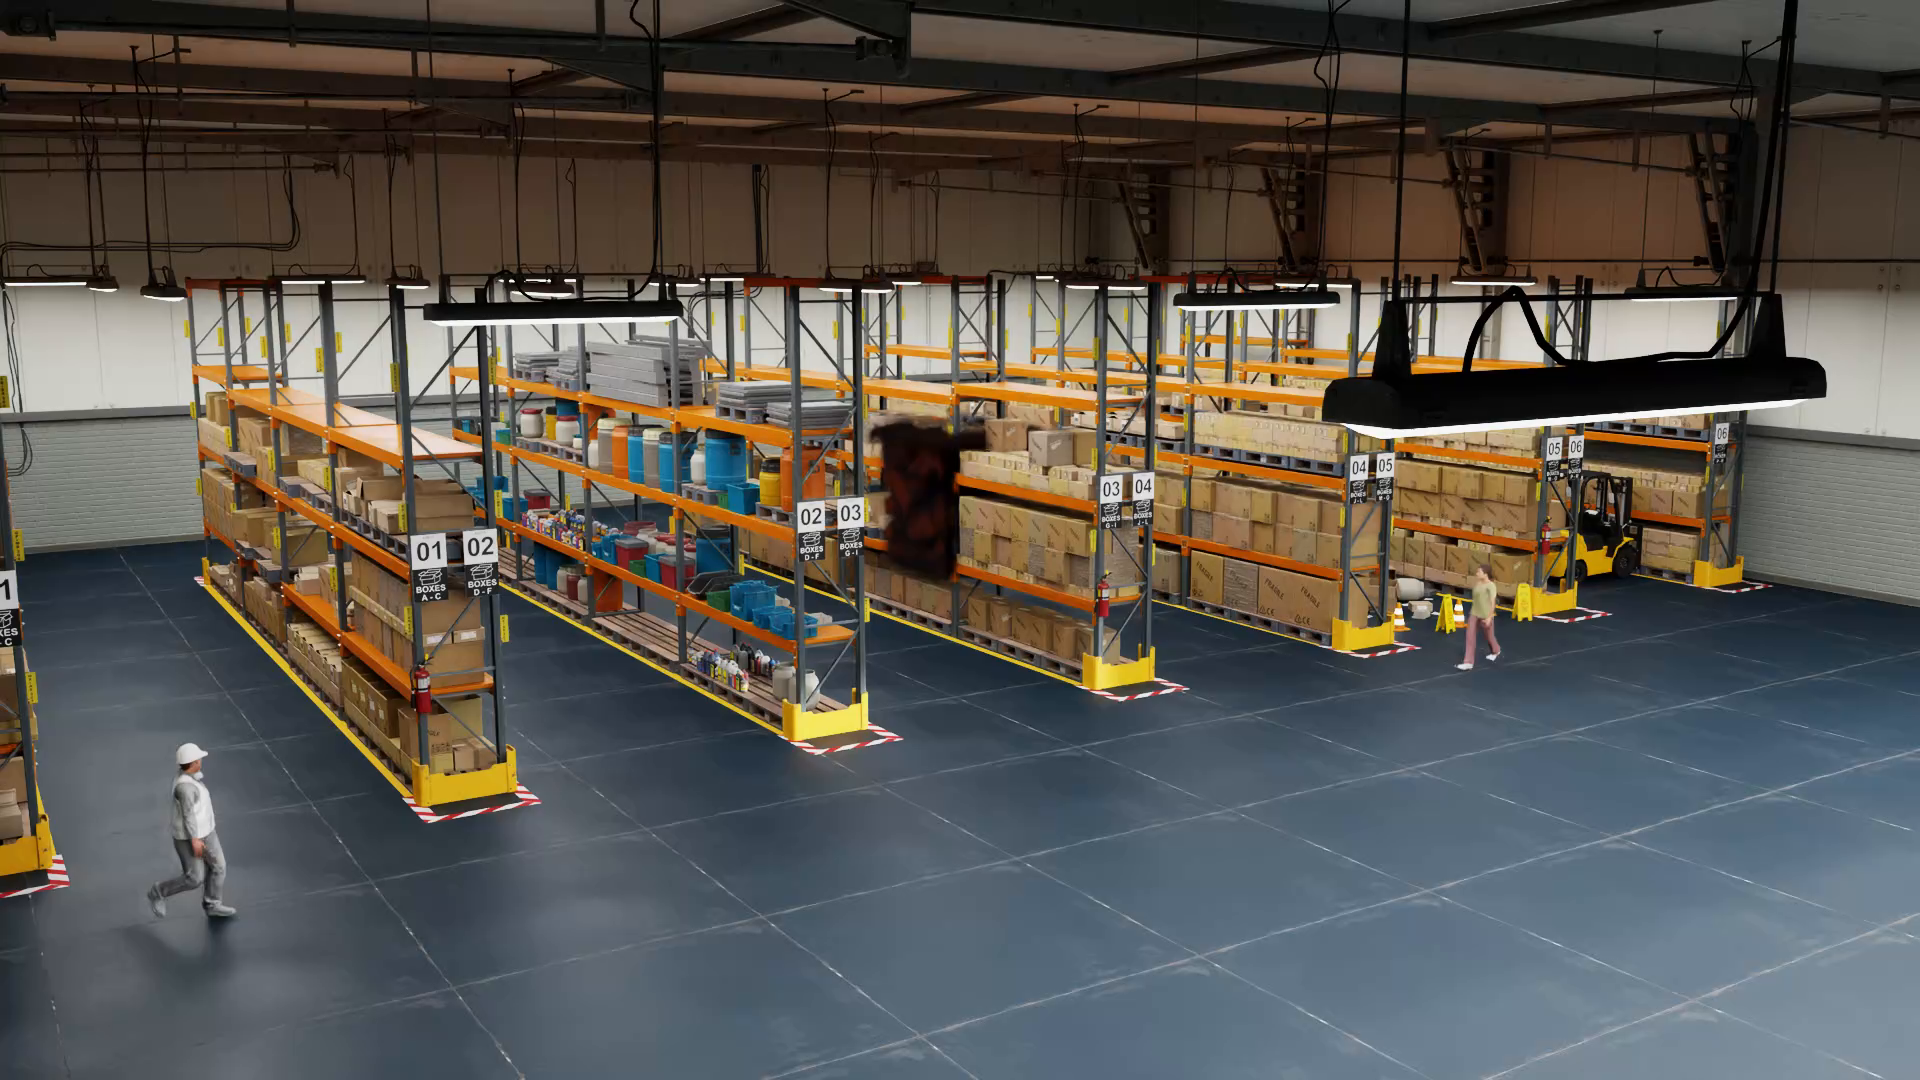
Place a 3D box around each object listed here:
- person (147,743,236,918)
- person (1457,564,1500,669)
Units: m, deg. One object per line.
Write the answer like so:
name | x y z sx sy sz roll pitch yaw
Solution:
person | -7.439 2.812 15.997 0.740 1.742 0.511 1 10 4
person | 8.196 1.184 26.039 0.430 1.639 0.983 7 12 37
